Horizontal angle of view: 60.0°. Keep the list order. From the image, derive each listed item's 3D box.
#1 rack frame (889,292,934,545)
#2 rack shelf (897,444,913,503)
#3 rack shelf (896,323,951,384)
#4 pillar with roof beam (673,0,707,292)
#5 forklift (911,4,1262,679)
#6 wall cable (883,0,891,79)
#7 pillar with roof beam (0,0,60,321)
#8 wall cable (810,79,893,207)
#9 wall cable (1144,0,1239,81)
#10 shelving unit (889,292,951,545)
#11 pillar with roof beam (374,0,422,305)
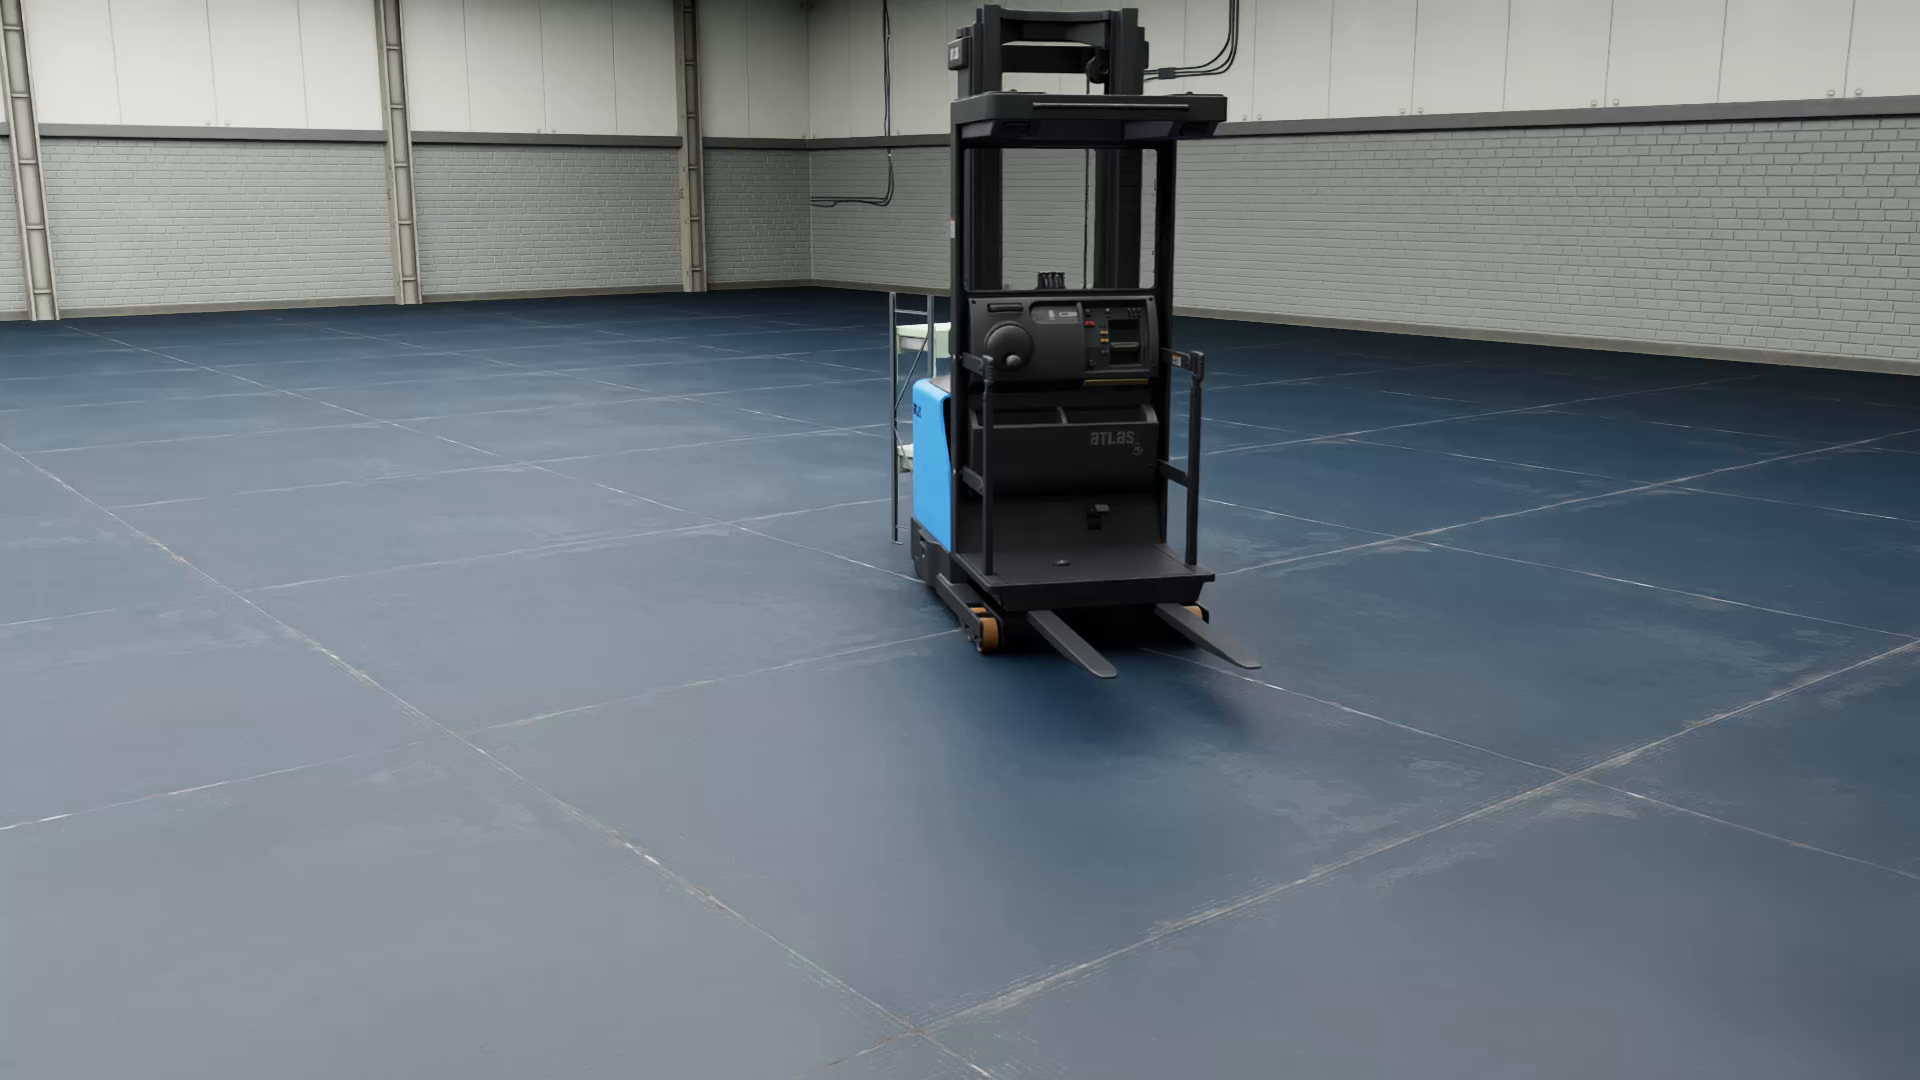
[{"bbox_3d":[-0.281,-0.687,9.753,0.023,1.500,0.400,-9,15,-38],"label":"rack frame"},{"bbox_3d":[0.005,-0.416,10.045,0.720,0.370,0.431,-9,15,-38],"label":"rack shelf"},{"bbox_3d":[0.005,-1.116,9.896,0.720,0.370,0.431,-9,15,-38],"label":"rack shelf"},{"bbox_3d":[-2.772,-8.830,30.047,0.400,9.000,9.100,-9,15,-38],"label":"pillar with roof beam"},{"bbox_3d":[0.550,-0.999,7.777,1.130,2.935,3.031,-3,12,-12],"label":"forklift"},{"bbox_3d":[-0.645,-10.209,31.857,0.112,2.526,3.097,-9,15,-38],"label":"wall cable"},{"bbox_3d":[-12.142,-7.273,22.714,0.400,9.000,9.100,-9,15,-38],"label":"pillar with roof beam"},{"bbox_3d":[-2.335,-8.177,34.448,0.112,2.526,3.097,-9,15,-38],"label":"wall cable"},{"bbox_3d":[3.584,-9.817,26.511,0.169,6.003,2.305,-9,15,-38],"label":"wall cable"},{"bbox_3d":[0.005,-0.735,9.977,0.755,1.500,0.431,-9,15,-38],"label":"shelving unit"},{"bbox_3d":[-7.457,-8.051,26.380,0.400,9.000,9.100,-9,15,-38],"label":"pillar with roof beam"}]
